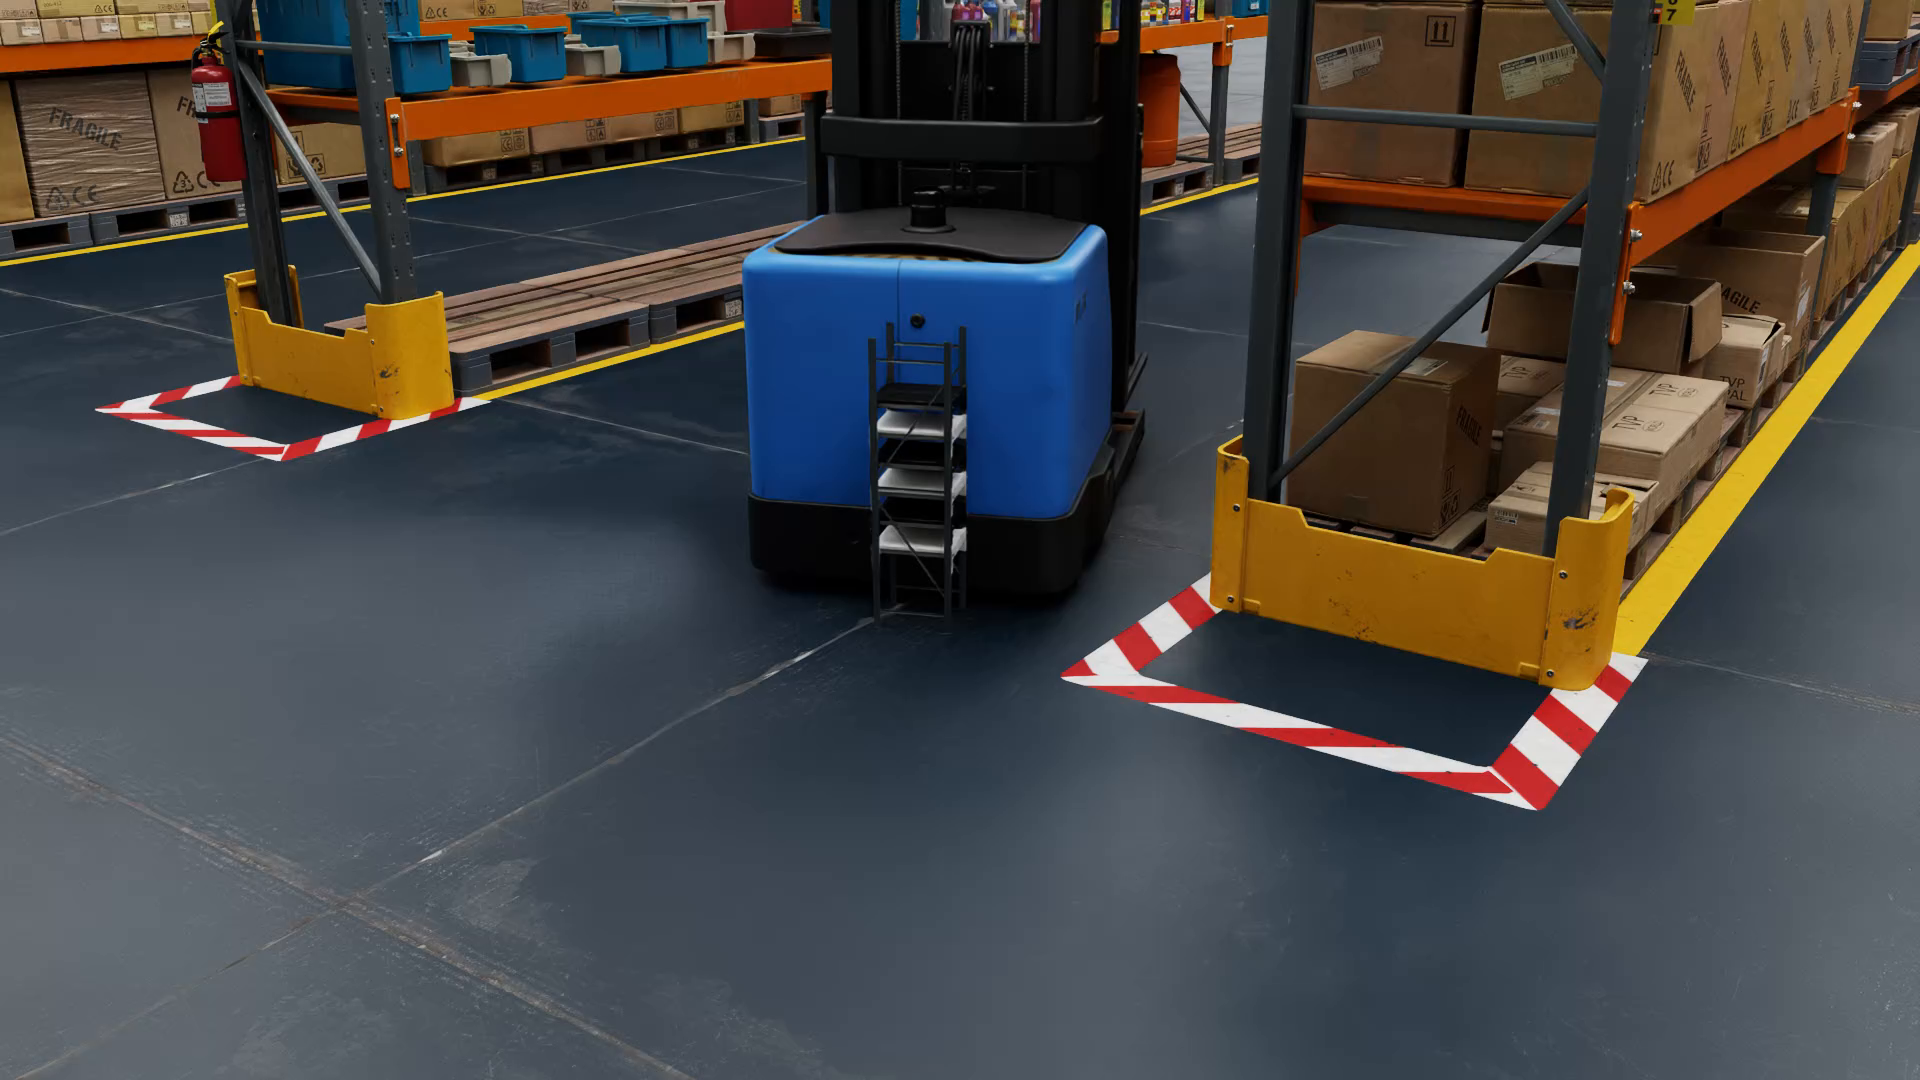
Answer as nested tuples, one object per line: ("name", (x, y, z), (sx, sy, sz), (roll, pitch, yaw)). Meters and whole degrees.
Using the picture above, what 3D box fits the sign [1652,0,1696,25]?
("sign", (1.746, -1.419, 4.028), (0.100, 0.325, 0.005), (13, 24, 32))

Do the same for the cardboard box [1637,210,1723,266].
("cardboard box", (3.586, -1.497, 8.459), (0.500, 0.500, 0.500), (13, 24, 32))

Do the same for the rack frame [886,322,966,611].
("rack frame", (-0.100, -0.212, 5.042), (0.240, 0.900, 0.006), (4, 21, 11))

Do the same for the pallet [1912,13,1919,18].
("pallet", (5.471, -3.116, 10.141), (1.213, 0.211, 1.003), (13, 24, 32))

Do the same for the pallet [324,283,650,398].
("pallet", (-2.302, -1.007, 8.182), (1.003, 0.211, 1.213), (13, 24, 32))

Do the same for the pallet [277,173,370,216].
("pallet", (-5.137, -2.688, 12.728), (1.003, 0.211, 1.213), (13, 24, 32))

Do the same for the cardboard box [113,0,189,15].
("cardboard box", (-5.539, -3.650, 11.097), (0.500, 0.250, 0.500), (13, 24, 31))

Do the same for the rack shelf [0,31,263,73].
("rack shelf", (-5.769, -3.288, 11.367), (1.077, 0.370, 4.000), (13, 24, 32))

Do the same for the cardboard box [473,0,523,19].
("cardboard box", (-3.898, -4.474, 13.391), (0.500, 0.500, 0.500), (13, 24, 32))

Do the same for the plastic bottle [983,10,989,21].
("plastic bottle", (0.135, -3.237, 10.478), (0.097, 0.201, 0.097), (0, 20, 0))

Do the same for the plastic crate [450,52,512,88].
("plastic crate", (-2.138, -2.072, 7.338), (0.250, 0.136, 0.298), (13, 24, 32))

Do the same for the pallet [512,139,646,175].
("pallet", (-3.589, -3.479, 14.865), (1.003, 0.211, 1.213), (13, 24, 32))

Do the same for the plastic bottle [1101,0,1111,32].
("plastic bottle", (1.004, -3.708, 11.633), (0.061, 0.283, 0.133), (13, 24, 32))

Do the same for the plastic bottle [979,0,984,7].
("plastic bottle", (0.100, -3.706, 11.638), (0.152, 0.276, 0.135), (13, 24, 32))

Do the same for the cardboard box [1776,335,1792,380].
("cardboard box", (3.299, -0.797, 7.072), (0.380, 0.149, 0.250), (13, 24, 32))

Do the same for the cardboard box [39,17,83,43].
("cardboard box", (-5.845, -3.266, 10.633), (0.380, 0.149, 0.250), (13, 24, 31))

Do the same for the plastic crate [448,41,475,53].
("plastic crate", (-2.314, -2.340, 8.060), (0.396, 0.136, 0.243), (13, 24, 32))

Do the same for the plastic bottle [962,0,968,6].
("plastic bottle", (0.008, -3.579, 11.303), (0.097, 0.271, 0.097), (0, 20, 0))

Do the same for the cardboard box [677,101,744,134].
("cardboard box", (-2.802, -4.353, 15.667), (1.225, 0.875, 0.875), (12, 23, 29))

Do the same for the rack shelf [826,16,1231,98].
("rack shelf", (0.575, -3.470, 11.858), (1.077, 0.370, 4.000), (13, 24, 32))

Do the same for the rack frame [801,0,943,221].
("rack frame", (-0.549, -3.233, 10.182), (1.000, 3.000, 0.127), (13, 24, 32))

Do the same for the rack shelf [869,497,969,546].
("rack shelf", (-0.121, -0.062, 4.991), (0.258, 0.077, 0.200), (4, 21, 11))

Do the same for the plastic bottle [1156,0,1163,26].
("plastic bottle", (1.451, -3.909, 12.295), (0.097, 0.201, 0.097), (0, 20, 0))

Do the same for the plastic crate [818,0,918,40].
("plastic crate", (-0.529, -3.053, 9.632), (0.392, 0.384, 0.575), (13, 24, 32))

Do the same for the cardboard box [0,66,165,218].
("cardboard box", (-6.089, -2.712, 11.231), (0.875, 0.875, 0.875), (13, 24, 32))

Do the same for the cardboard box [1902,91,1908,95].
("cardboard box", (7.604, -3.662, 13.890), (0.500, 0.311, 0.500), (13, 24, 32))

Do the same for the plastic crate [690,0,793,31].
("plastic crate", (-1.258, -3.084, 9.600), (0.402, 0.464, 0.583), (13, 24, 32))

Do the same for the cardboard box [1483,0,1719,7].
("cardboard box", (1.765, -1.710, 4.479), (0.500, 0.500, 0.500), (14, 25, 33))

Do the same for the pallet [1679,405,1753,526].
("pallet", (2.474, -0.410, 6.569), (1.003, 0.211, 1.213), (13, 24, 32))

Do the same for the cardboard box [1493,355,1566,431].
("cardboard box", (1.958, -0.506, 6.138), (0.500, 0.250, 0.500), (13, 24, 32))

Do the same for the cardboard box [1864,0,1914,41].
("cardboard box", (3.997, -2.602, 7.727), (0.700, 0.500, 0.500), (5, 21, 14))

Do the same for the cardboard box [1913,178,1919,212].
("cardboard box", (6.332, -2.414, 11.326), (0.500, 0.250, 0.500), (13, 24, 32))

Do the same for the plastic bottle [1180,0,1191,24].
("plastic bottle", (1.695, -4.061, 12.587), (0.061, 0.283, 0.133), (13, 24, 32))

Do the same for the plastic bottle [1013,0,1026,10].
("plastic bottle", (0.421, -3.529, 11.160), (0.152, 0.276, 0.135), (13, 24, 32))

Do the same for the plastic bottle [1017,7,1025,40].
("plastic bottle", (0.375, -3.359, 10.809), (0.097, 0.201, 0.097), (0, 20, 0))

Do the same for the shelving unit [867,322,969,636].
("shelving unit", (-0.121, -0.178, 4.949), (0.258, 0.900, 0.210), (4, 21, 11))

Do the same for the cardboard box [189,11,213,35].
("cardboard box", (-5.268, -3.561, 11.430), (0.380, 0.149, 0.250), (13, 24, 31))

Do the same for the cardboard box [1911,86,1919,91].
("cardboard box", (8.052, -3.560, 13.614), (0.500, 0.311, 0.500), (13, 24, 32))

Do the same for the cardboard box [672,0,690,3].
("cardboard box", (-2.754, -5.062, 14.981), (0.500, 0.500, 0.500), (13, 24, 31))

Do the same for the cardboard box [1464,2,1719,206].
("cardboard box", (1.765, -1.241, 4.652), (0.500, 0.500, 0.500), (14, 24, 33))

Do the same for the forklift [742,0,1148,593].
("forklift", (0.138, -1.687, 6.101), (1.130, 2.935, 3.031), (4, 21, 11))

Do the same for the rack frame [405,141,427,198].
("rack frame", (-4.645, -4.199, 12.793), (1.000, 3.000, 0.127), (13, 24, 32))

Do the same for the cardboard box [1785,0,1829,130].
("cardboard box", (2.901, -1.823, 6.227), (0.500, 0.500, 0.500), (14, 24, 33))

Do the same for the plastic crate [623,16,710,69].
("plastic crate", (-1.478, -2.506, 8.370), (0.416, 0.233, 0.300), (13, 24, 32))

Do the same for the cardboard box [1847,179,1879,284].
("cardboard box", (4.597, -1.688, 8.975), (0.500, 0.500, 0.500), (14, 24, 32))

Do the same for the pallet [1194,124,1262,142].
("pallet", (2.854, -3.636, 15.291), (1.003, 0.211, 1.213), (13, 24, 32))

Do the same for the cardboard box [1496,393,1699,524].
("cardboard box", (2.118, -0.279, 5.525), (0.500, 0.250, 0.500), (13, 24, 32))

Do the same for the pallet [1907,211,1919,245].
("pallet", (6.289, -2.334, 11.772), (1.003, 0.211, 1.213), (13, 24, 32))
